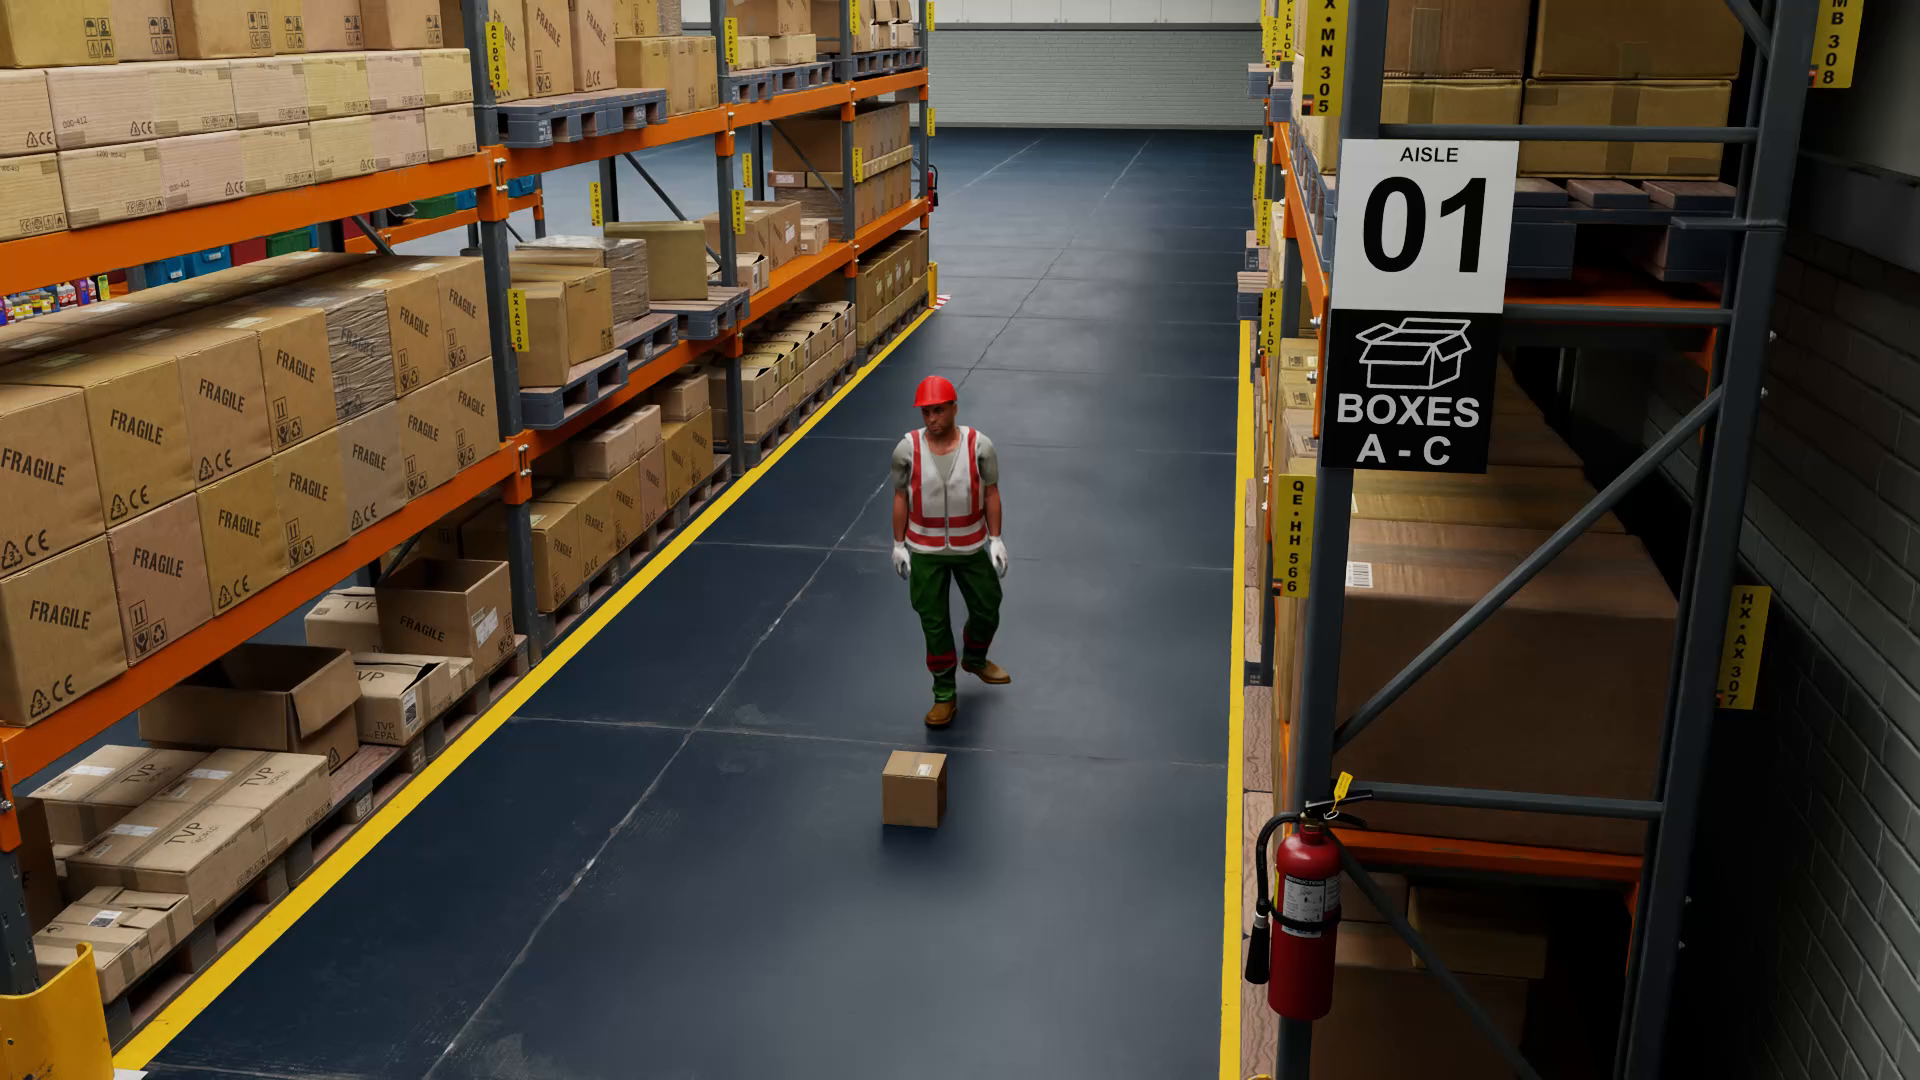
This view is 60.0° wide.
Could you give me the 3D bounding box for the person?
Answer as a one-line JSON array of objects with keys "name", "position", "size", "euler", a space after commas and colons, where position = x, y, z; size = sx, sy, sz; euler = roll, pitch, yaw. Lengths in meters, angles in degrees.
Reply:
[{"name": "person", "position": [-0.034, 0.021, 8.415], "size": [0.622, 1.785, 0.601], "euler": [-1, 18, -3]}]
